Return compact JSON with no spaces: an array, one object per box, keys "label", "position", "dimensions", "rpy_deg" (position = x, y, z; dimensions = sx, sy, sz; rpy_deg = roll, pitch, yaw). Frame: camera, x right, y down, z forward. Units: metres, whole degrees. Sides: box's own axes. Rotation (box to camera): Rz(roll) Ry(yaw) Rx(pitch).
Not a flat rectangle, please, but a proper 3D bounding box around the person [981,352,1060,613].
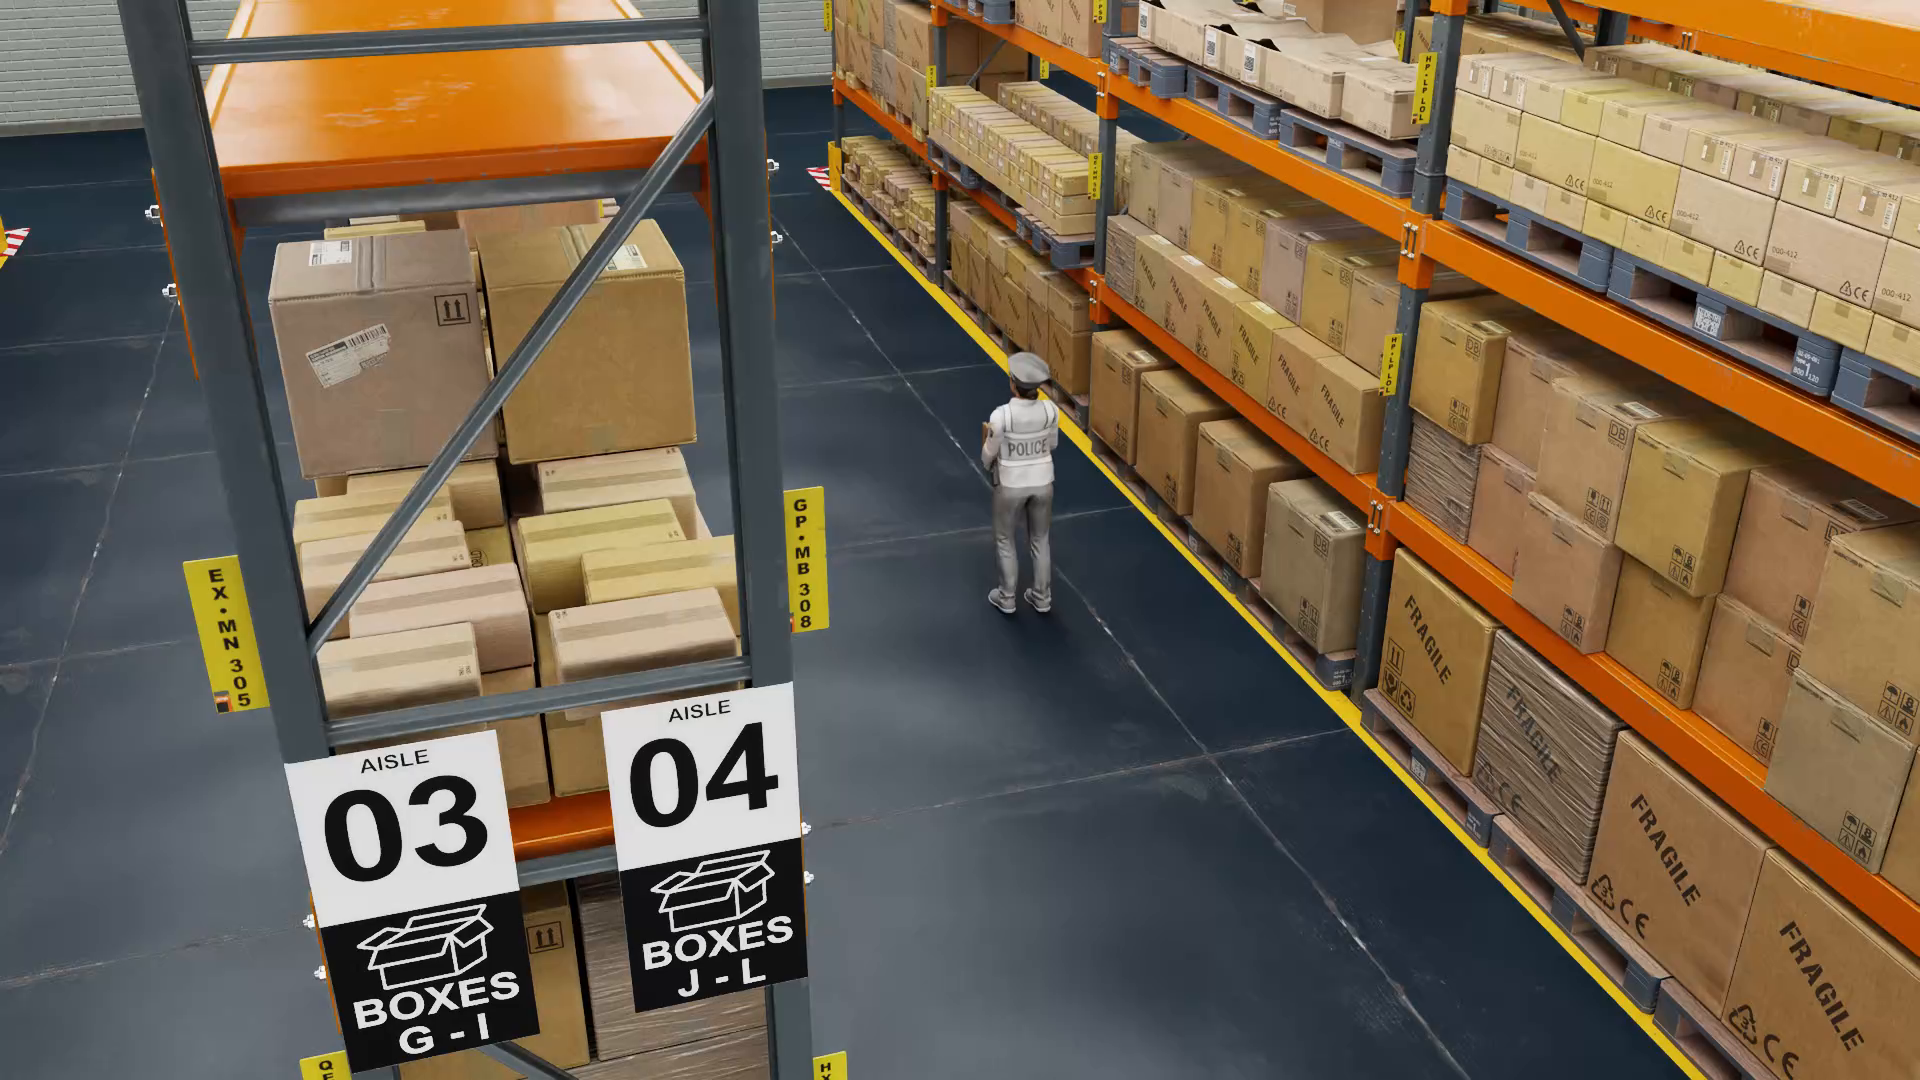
[{"label":"person","position":[0.356,-0.357,10.041],"dimensions":[0.459,1.690,0.532],"rpy_deg":[-8,28,-16]}]
